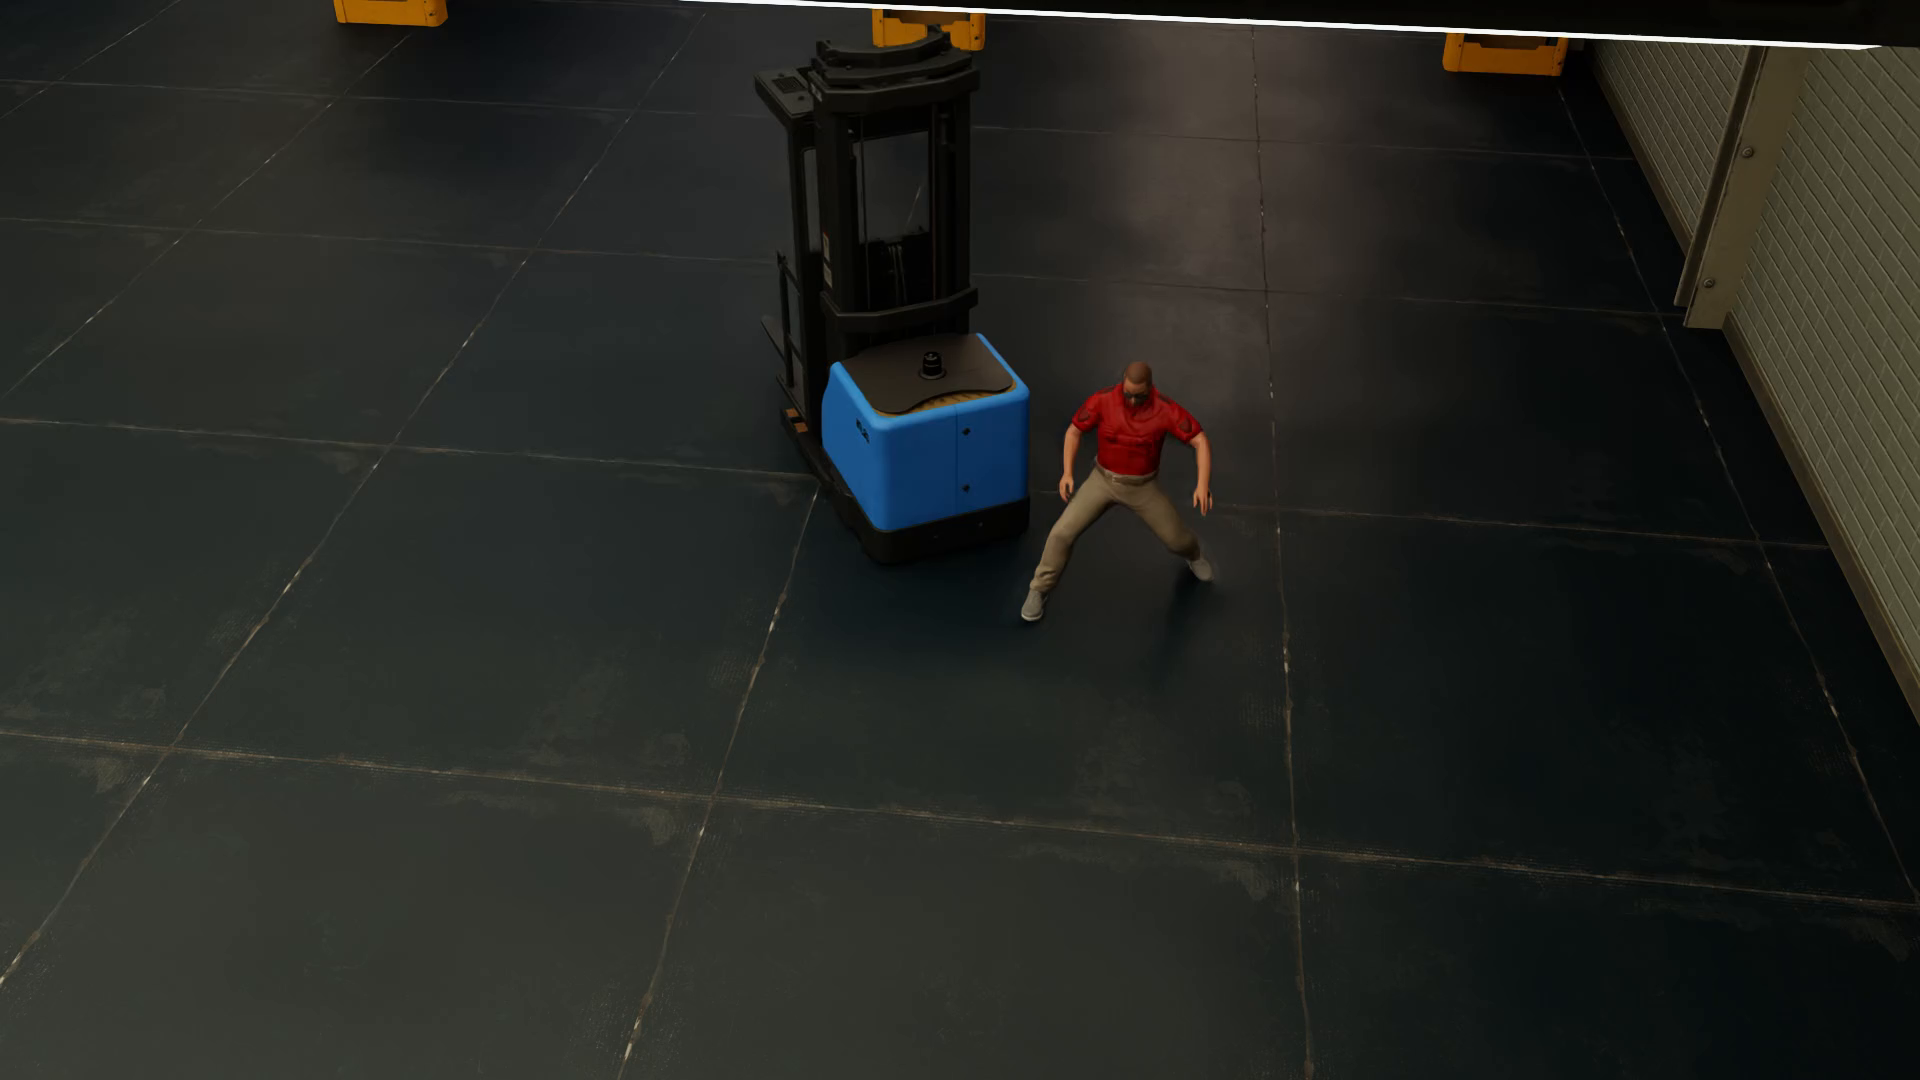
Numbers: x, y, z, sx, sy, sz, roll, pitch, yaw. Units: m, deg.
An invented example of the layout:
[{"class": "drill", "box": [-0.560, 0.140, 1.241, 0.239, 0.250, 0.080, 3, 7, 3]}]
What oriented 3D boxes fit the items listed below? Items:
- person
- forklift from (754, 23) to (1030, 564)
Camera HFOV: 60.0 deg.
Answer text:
[{"class": "person", "box": [0.976, -0.299, 9.637, 1.046, 1.573, 0.994, 10, 37, 13]}, {"class": "forklift", "box": [-0.594, -1.906, 10.615, 1.130, 2.935, 3.031, -14, 39, -18]}]
